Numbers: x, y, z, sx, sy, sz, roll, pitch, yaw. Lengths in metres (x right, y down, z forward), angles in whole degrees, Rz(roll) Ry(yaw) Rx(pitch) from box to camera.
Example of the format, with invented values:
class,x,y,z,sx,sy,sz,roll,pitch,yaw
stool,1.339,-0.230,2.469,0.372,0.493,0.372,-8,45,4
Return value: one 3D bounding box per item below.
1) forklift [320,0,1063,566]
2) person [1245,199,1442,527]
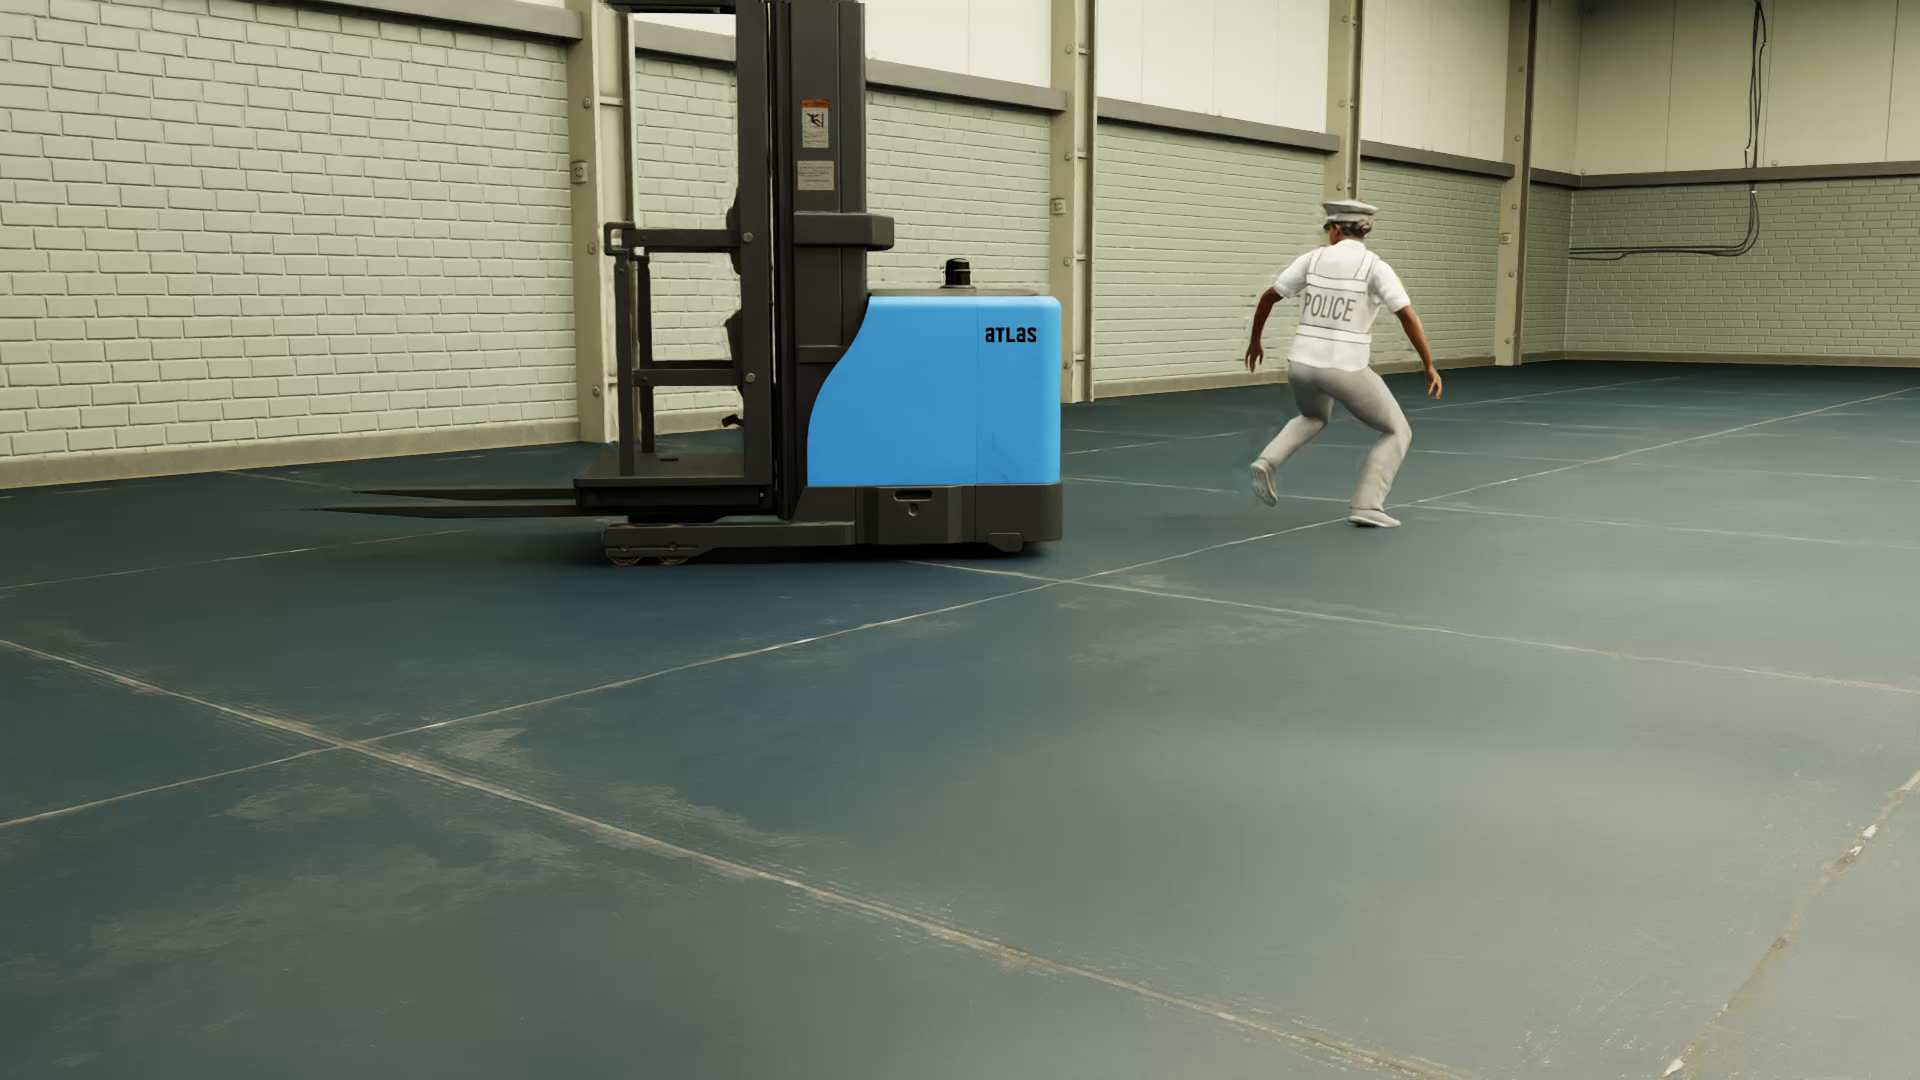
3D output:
class,x,y,z,sx,sy,sz,roll,pitch,yaw
forklift,-1.121,-1.427,7.032,3.031,2.935,1.130,-1,8,-6
person,1.811,-0.828,7.906,0.494,1.552,0.910,-8,12,-44
